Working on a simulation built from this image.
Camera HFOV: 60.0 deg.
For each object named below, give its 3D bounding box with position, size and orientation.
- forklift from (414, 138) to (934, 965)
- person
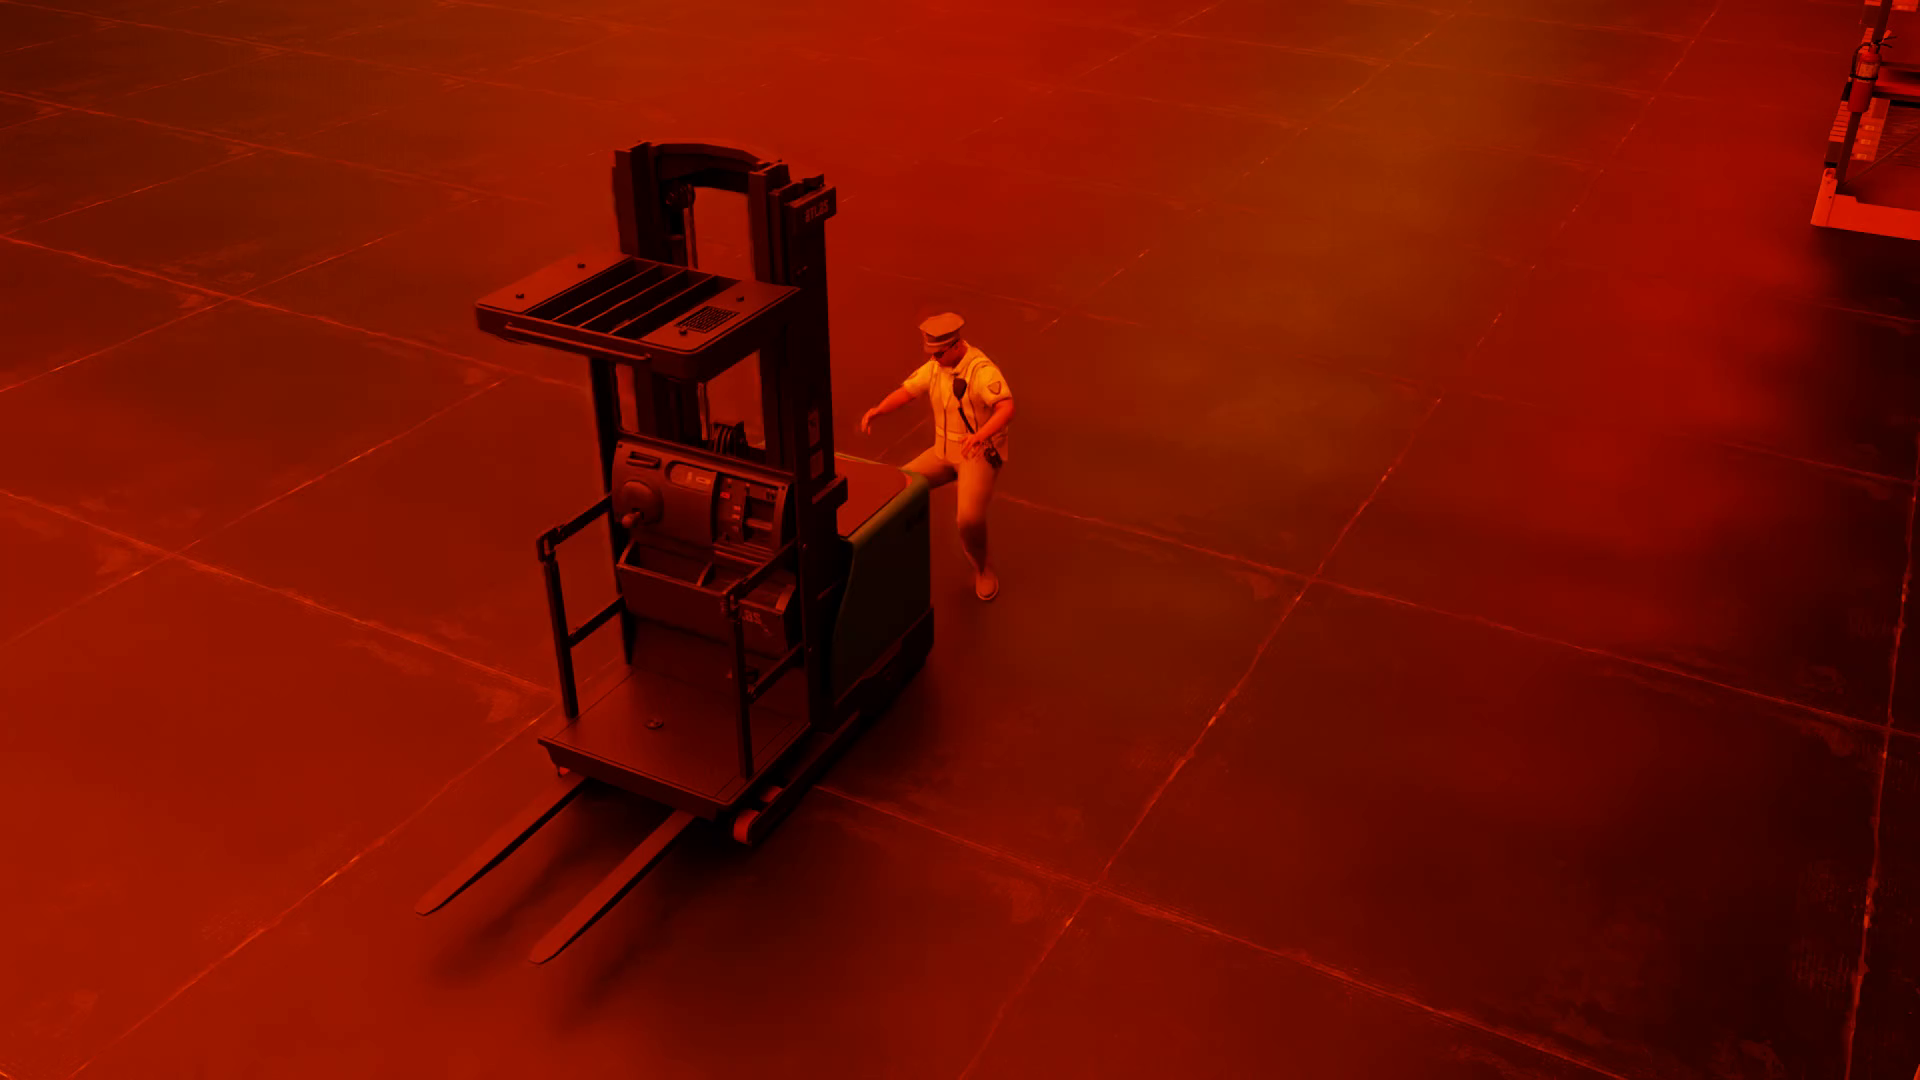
[{"bbox_3d":[-1.270,-0.133,7.300,1.130,2.935,3.031,15,33,24],"label":"forklift"},{"bbox_3d":[-0.101,-0.481,9.302,0.787,1.530,1.006,-24,37,-35],"label":"person"}]
